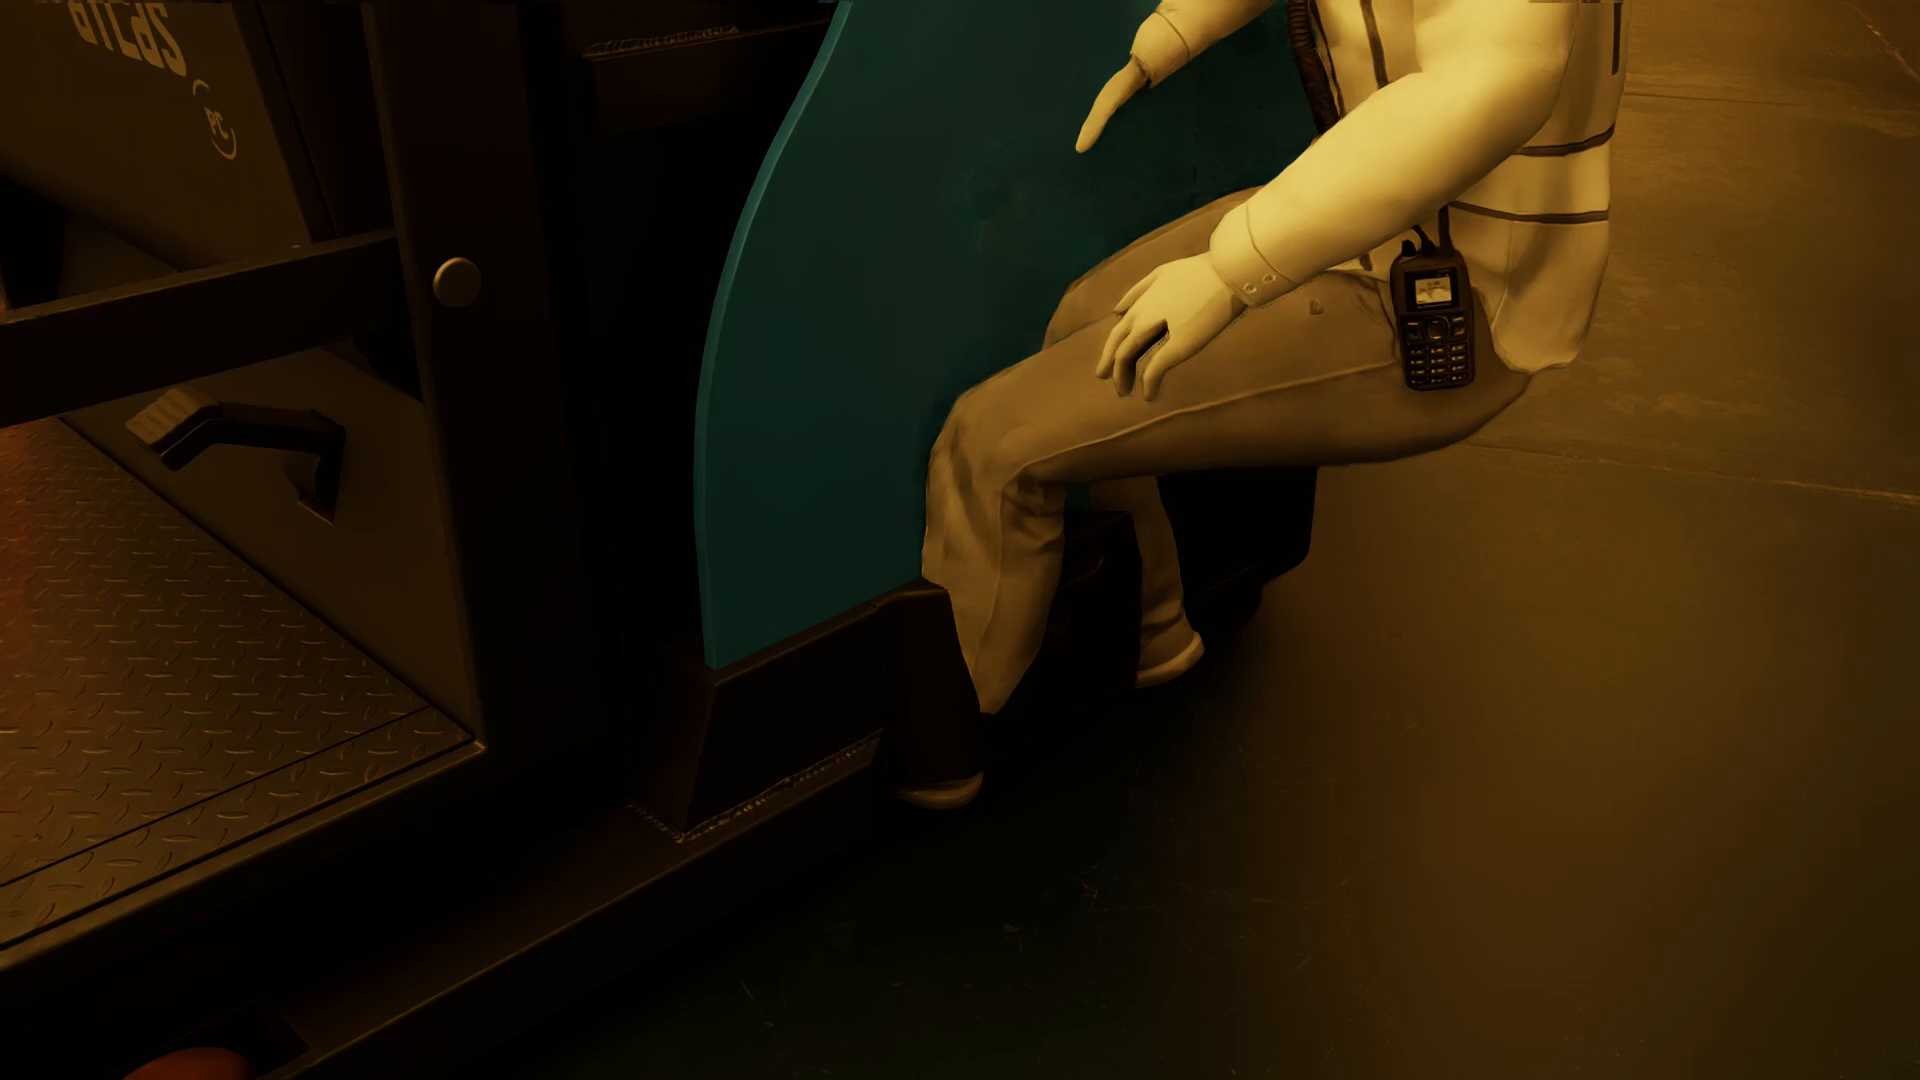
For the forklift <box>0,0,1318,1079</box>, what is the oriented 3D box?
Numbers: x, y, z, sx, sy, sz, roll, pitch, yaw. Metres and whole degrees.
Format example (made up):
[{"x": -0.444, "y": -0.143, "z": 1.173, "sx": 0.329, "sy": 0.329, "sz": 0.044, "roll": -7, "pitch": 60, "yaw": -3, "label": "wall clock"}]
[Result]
[{"x": -0.913, "y": -0.924, "z": 1.086, "sx": 3.031, "sy": 2.935, "sz": 1.130, "roll": -24, "pitch": 36, "yaw": -39, "label": "forklift"}]

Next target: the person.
[{"x": 0.173, "y": -0.297, "z": 1.594, "sx": 0.829, "sy": 1.470, "sz": 0.740, "roll": 2, "pitch": 27, "yaw": 4, "label": "person"}]
